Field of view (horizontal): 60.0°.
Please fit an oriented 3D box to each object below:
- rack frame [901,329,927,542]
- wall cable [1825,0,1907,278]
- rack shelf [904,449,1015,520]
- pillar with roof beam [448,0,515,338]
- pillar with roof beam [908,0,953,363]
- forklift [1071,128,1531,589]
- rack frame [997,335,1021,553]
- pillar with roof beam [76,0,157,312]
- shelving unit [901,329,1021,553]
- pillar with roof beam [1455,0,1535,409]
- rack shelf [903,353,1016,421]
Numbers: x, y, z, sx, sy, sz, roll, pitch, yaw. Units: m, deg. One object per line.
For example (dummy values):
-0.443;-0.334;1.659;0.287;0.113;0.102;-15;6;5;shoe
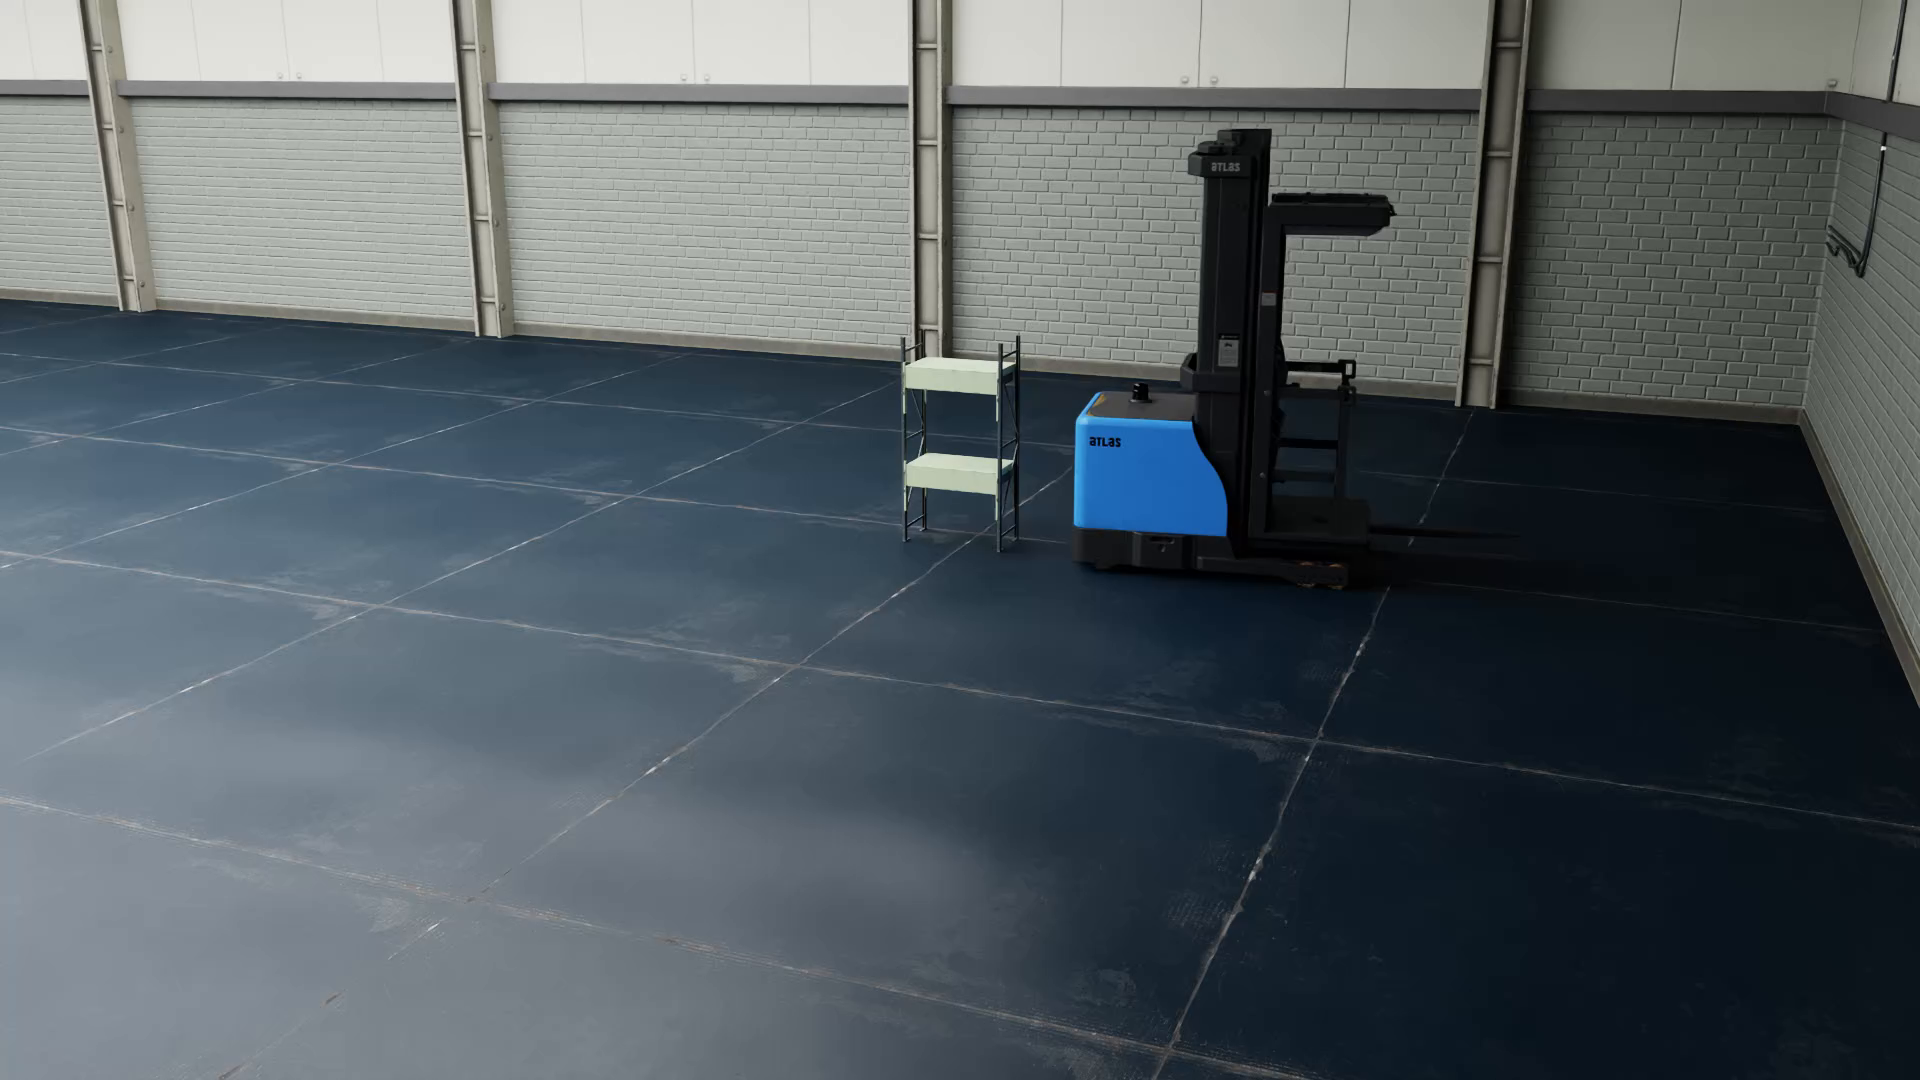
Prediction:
-0.334;-0.757;12.091;0.023;1.500;0.400;6;17;21;rack frame
7.513;-3.565;13.883;0.112;2.526;3.097;6;17;21;wall cable
0.006;-0.406;12.053;0.720;0.370;0.431;6;17;21;rack shelf
-7.485;-5.812;16.052;0.400;9.000;9.100;6;17;21;pillar with roof beam
-1.903;-5.198;13.938;0.400;9.000;9.100;6;17;21;pillar with roof beam
2.340;-1.242;11.195;3.031;2.935;1.130;4;17;12;forklift
0.347;-0.682;11.833;0.023;1.500;0.400;6;17;21;rack frame
-13.066;-6.425;18.166;0.400;9.000;9.100;6;17;21;pillar with roof beam
0.006;-0.720;11.962;0.755;1.500;0.431;6;17;21;shelving unit
3.678;-4.584;11.823;0.400;9.000;9.100;6;17;21;pillar with roof beam
0.006;-1.094;11.853;0.720;0.370;0.431;6;17;21;rack shelf
